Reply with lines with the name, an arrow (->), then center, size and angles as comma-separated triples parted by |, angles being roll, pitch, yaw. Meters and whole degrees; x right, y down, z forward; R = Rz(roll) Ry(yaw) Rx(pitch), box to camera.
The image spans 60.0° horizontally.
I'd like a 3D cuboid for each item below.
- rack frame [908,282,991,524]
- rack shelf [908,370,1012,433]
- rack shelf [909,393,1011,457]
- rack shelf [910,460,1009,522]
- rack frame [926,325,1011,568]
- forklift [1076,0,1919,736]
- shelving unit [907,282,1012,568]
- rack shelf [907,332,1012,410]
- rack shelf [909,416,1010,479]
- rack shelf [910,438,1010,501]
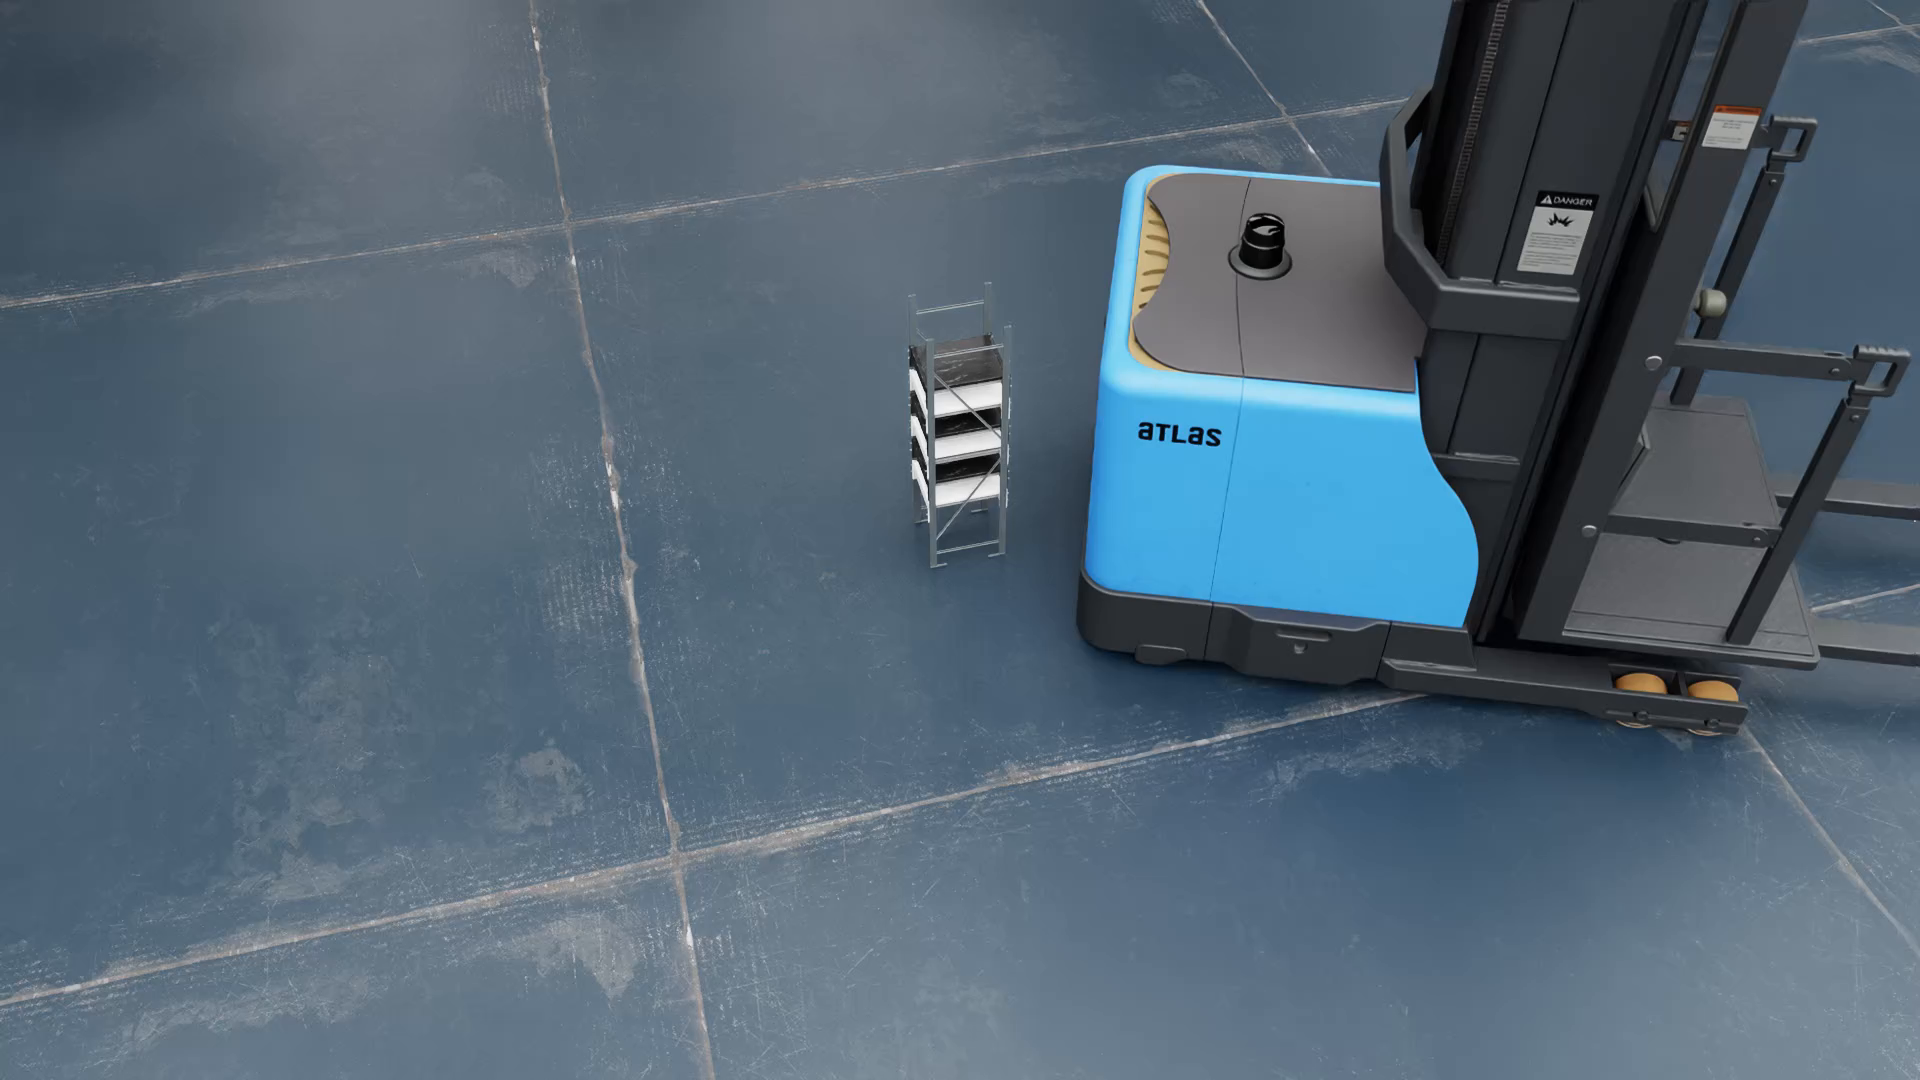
rack frame -> -0.028, -0.391, 5.003 | 0.240, 0.900, 0.006 | -11, 47, -10
rack shelf -> -0.002, -0.423, 4.829 | 0.258, 0.077, 0.200 | -11, 47, -10
rack shelf -> -0.002, -0.360, 4.894 | 0.258, 0.077, 0.200 | -11, 47, -10
rack shelf -> -0.002, -0.171, 5.086 | 0.258, 0.077, 0.200 | -11, 47, -10
rack frame -> 0.024, -0.250, 4.865 | 0.240, 0.900, 0.006 | -11, 47, -10
forklift -> 1.904, -0.881, 4.061 | 3.031, 2.935, 1.130 | 6, 46, 6
shelving unit -> -0.002, -0.321, 4.934 | 0.258, 0.900, 0.210 | -11, 47, -10
rack shelf -> -0.002, -0.486, 4.765 | 0.258, 0.077, 0.200 | -11, 47, -10
rack shelf -> -0.002, -0.297, 4.958 | 0.258, 0.077, 0.200 | -11, 47, -10
rack shelf -> -0.002, -0.234, 5.022 | 0.258, 0.077, 0.200 | -11, 47, -10
